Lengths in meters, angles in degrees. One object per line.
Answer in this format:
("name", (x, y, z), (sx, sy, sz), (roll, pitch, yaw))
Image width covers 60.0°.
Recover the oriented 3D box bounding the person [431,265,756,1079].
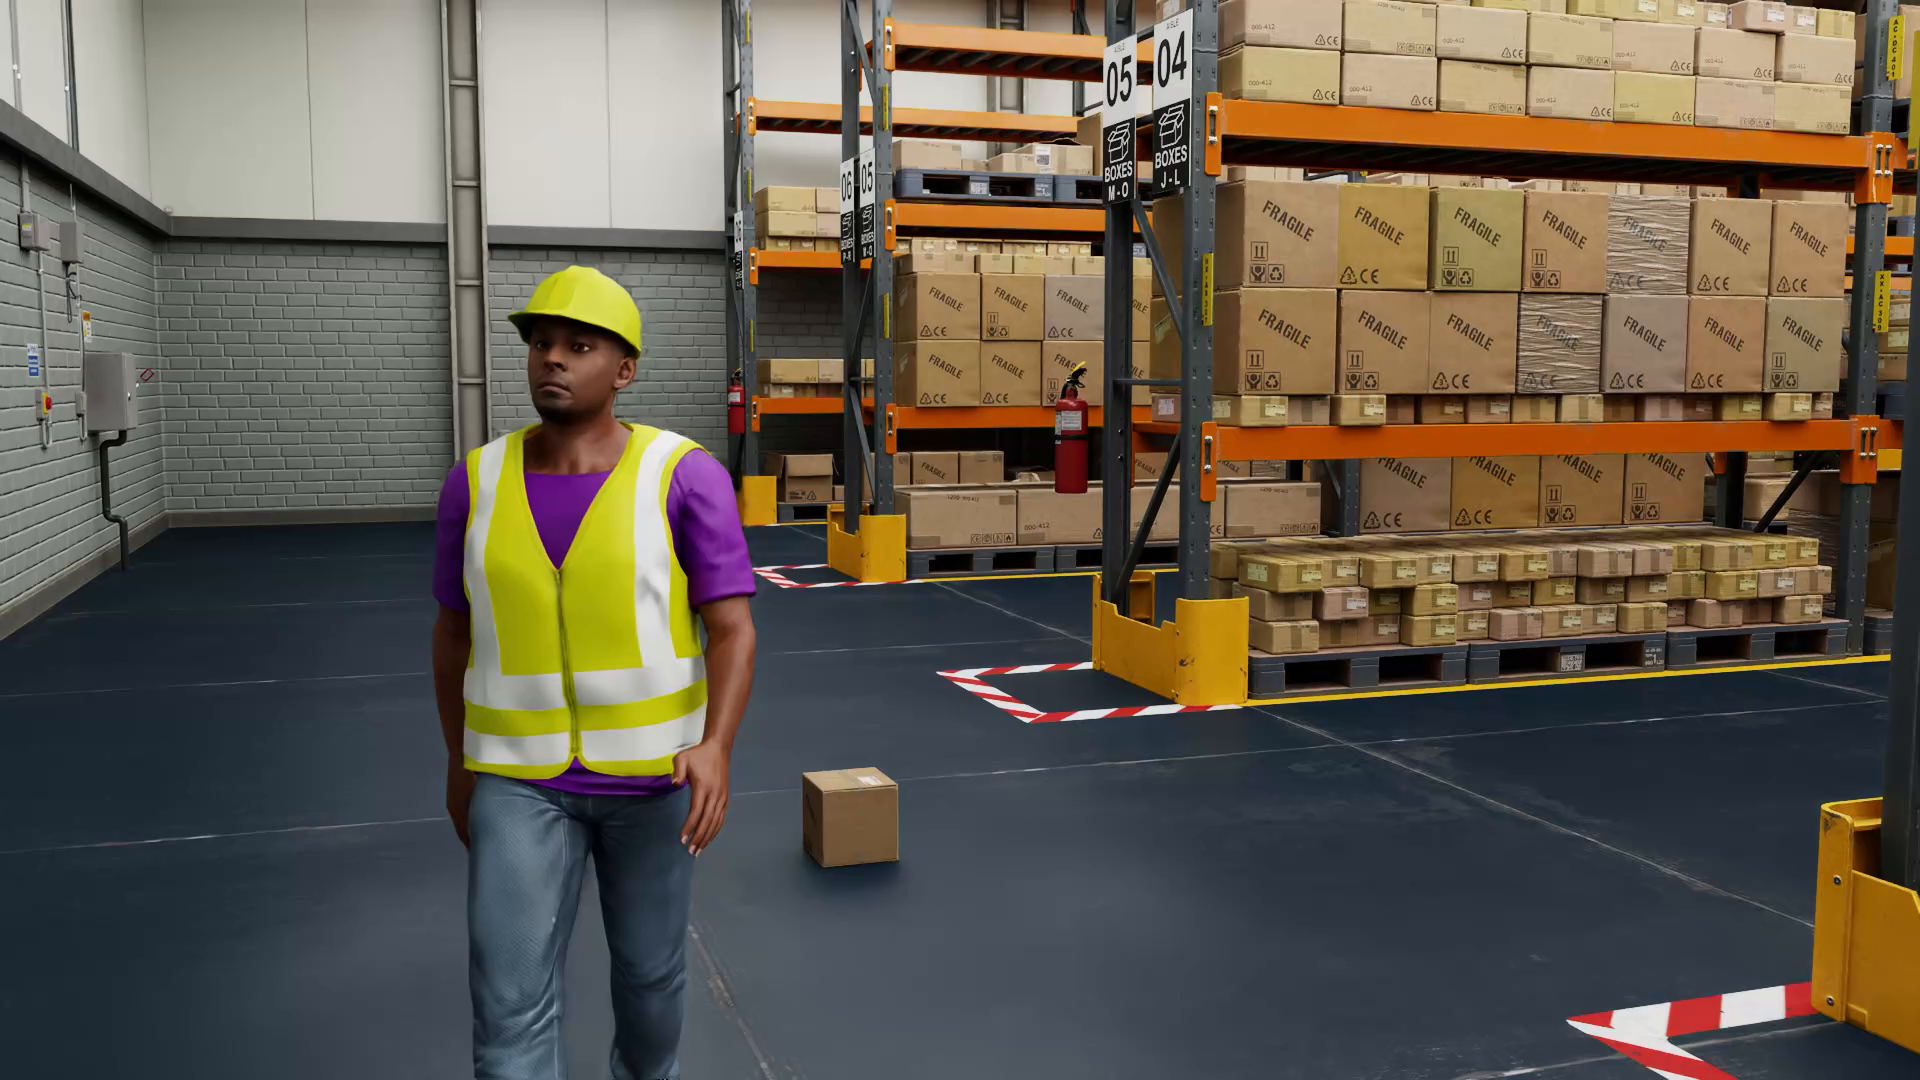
("person", (-0.642, 0.393, 2.840), (0.588, 1.718, 1.033), (-1, 6, -5))
